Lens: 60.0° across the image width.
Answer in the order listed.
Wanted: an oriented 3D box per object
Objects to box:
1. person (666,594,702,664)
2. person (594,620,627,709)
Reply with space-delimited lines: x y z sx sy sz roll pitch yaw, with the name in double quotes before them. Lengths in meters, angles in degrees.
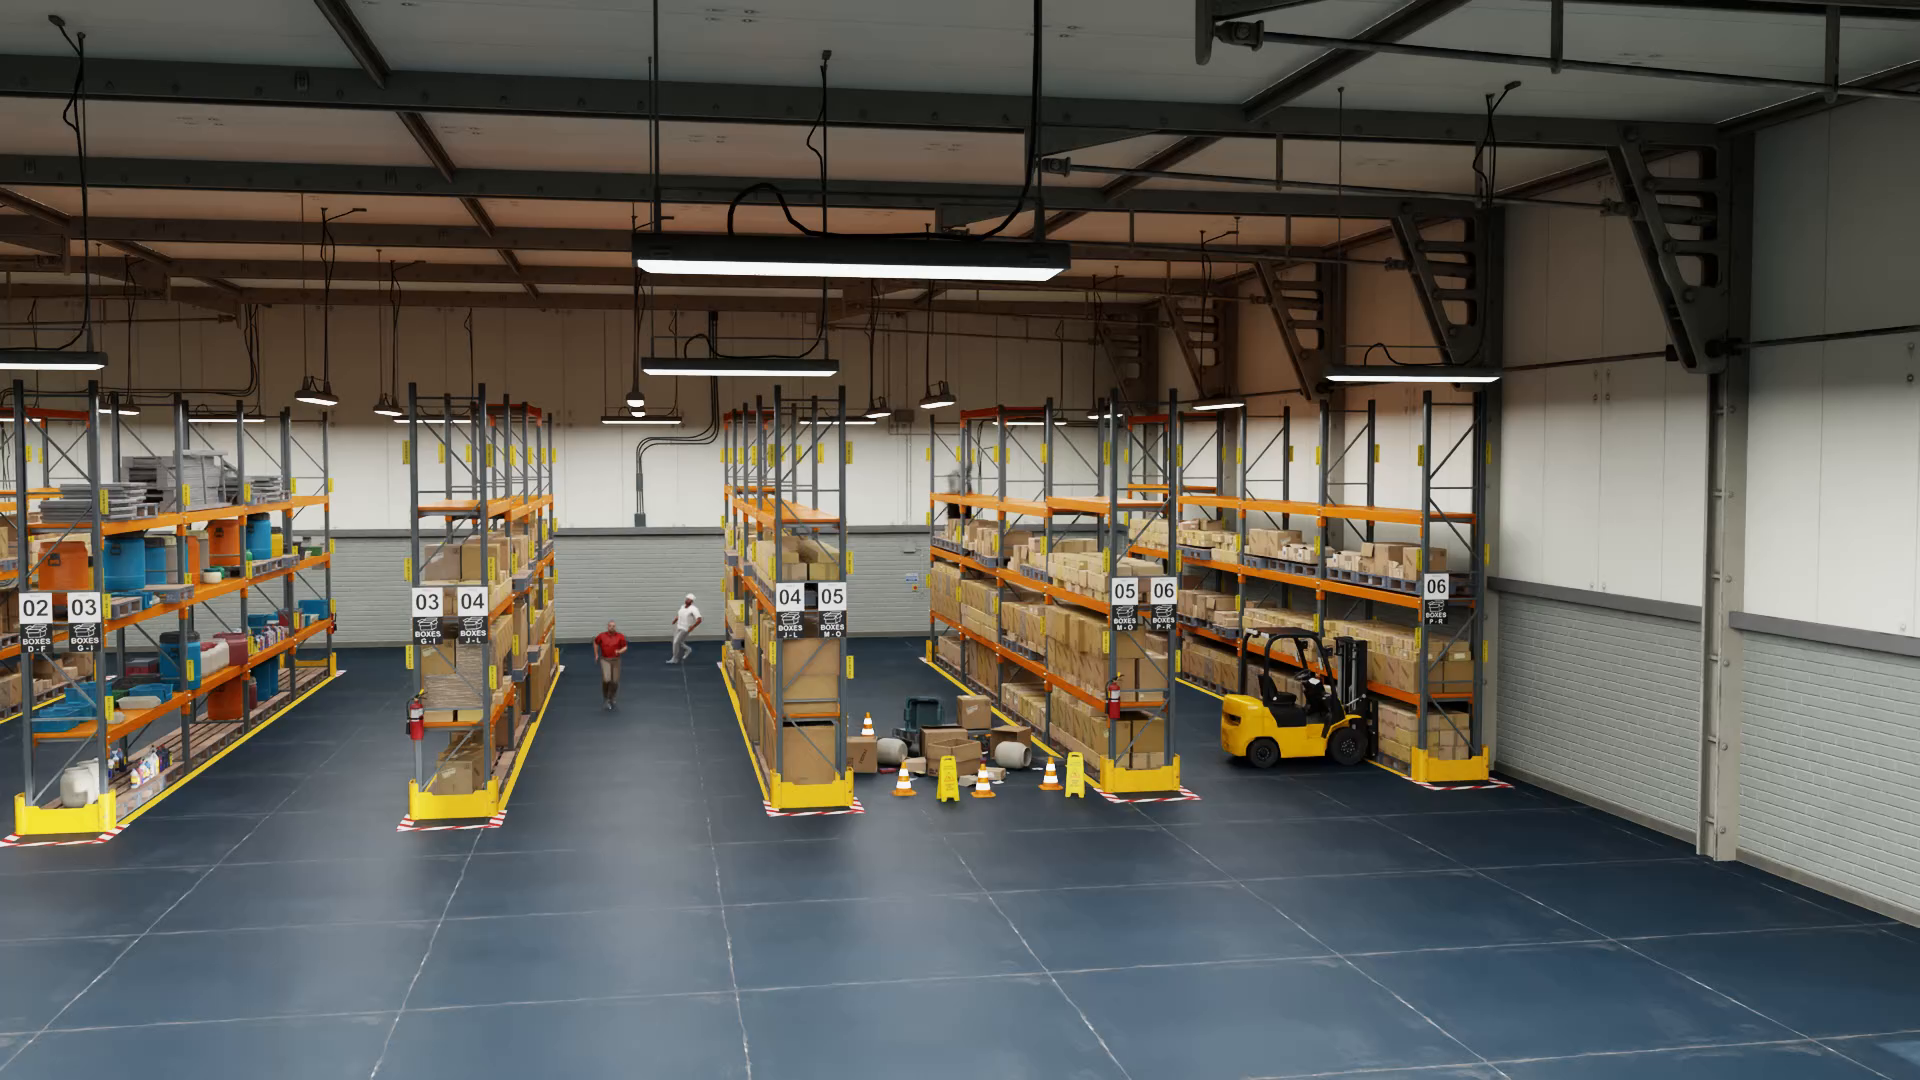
"person" -6.648 2.134 39.913 0.743 1.692 0.774 -2 4 -39
"person" -6.929 2.480 33.041 0.627 1.767 0.814 -1 3 -19
